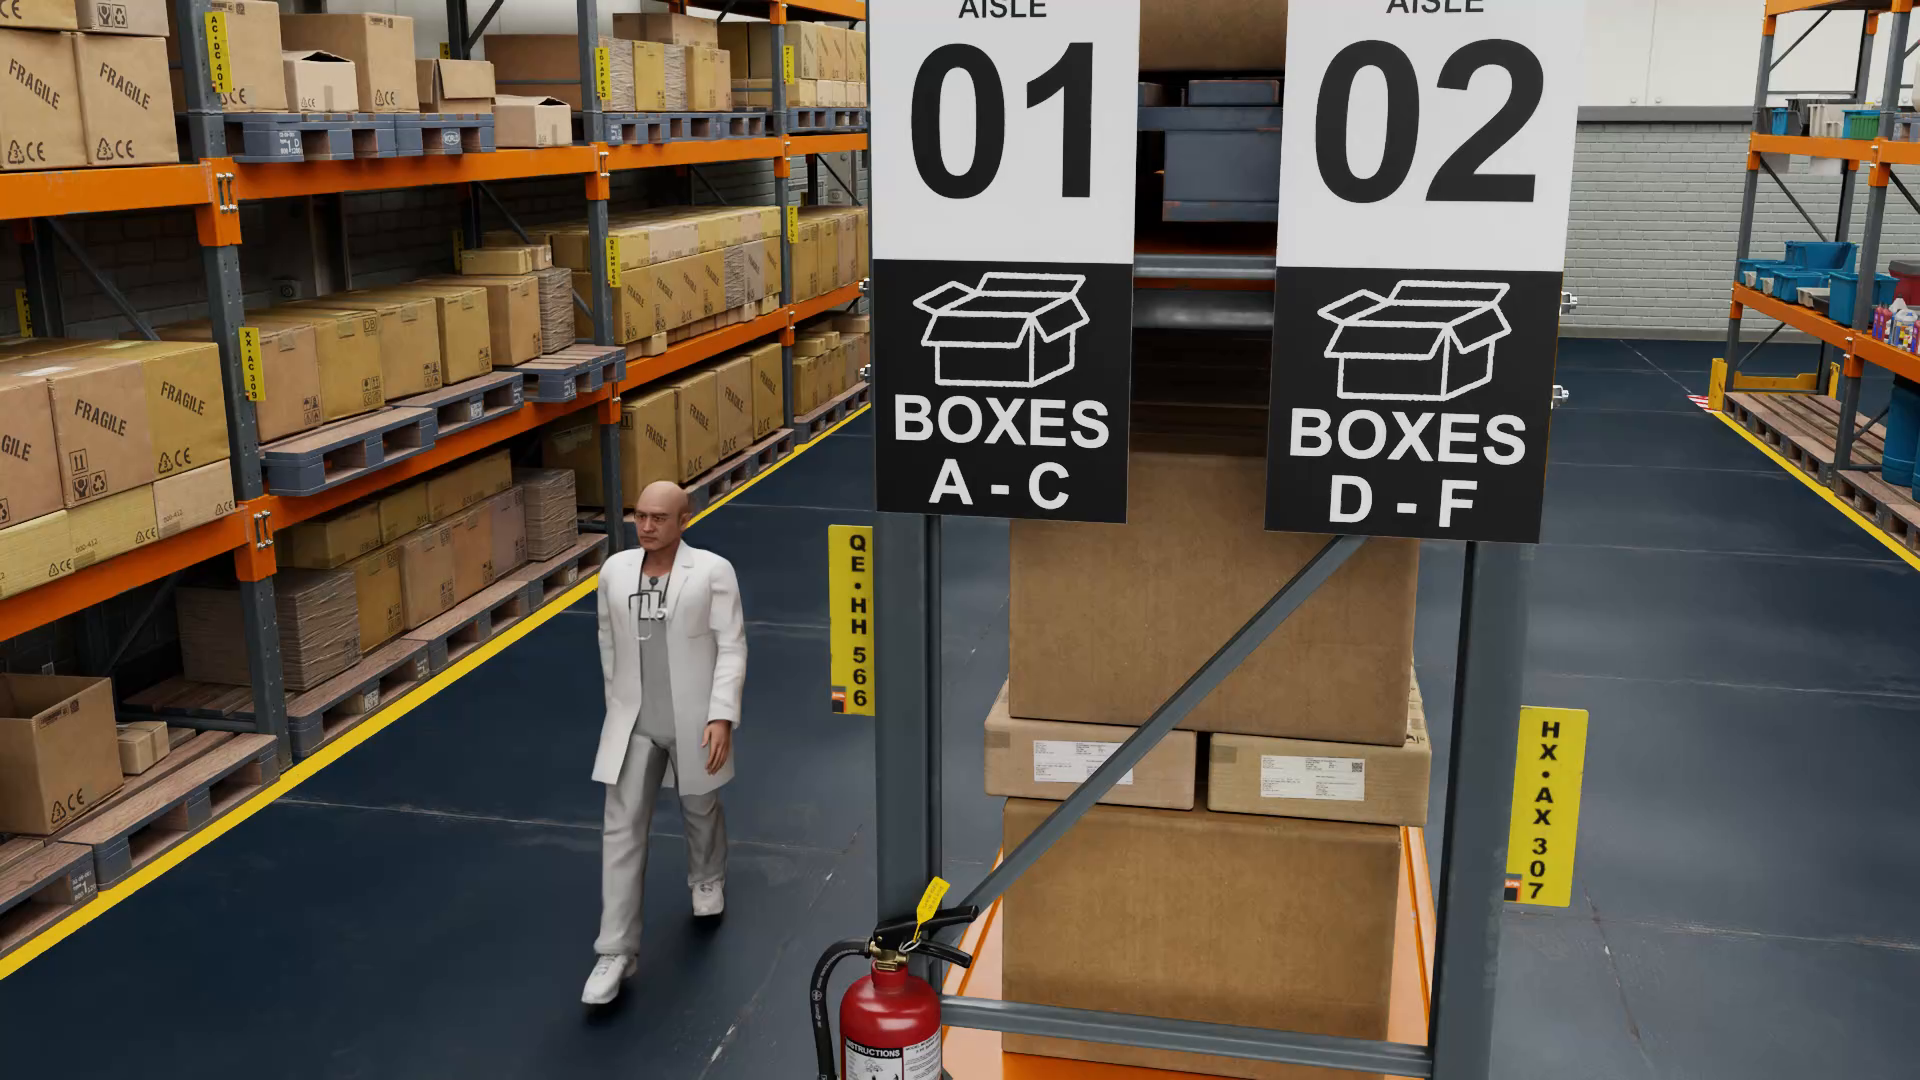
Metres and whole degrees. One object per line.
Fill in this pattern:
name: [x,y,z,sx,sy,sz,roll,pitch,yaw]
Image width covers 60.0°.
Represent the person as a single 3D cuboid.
person: [-1.053,0.661,5.922,0.587,1.720,1.078,1,14,5]
